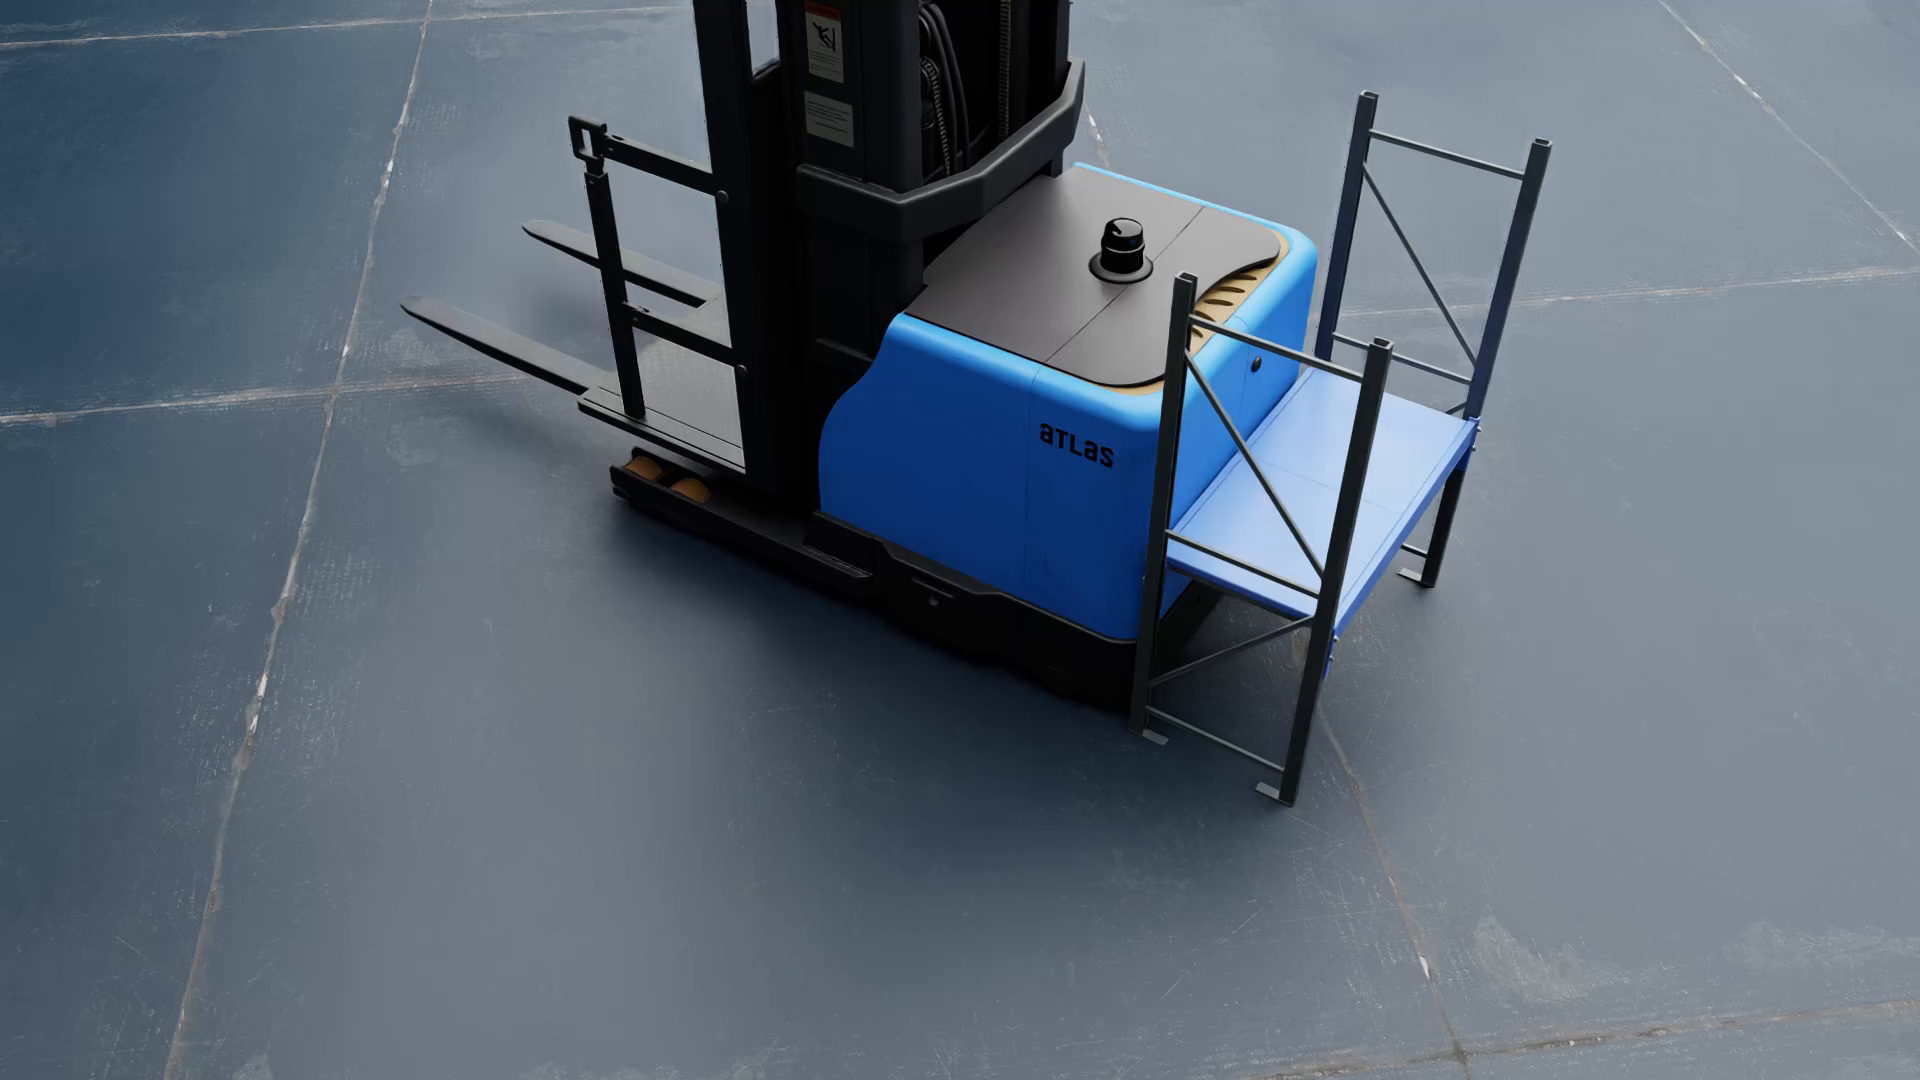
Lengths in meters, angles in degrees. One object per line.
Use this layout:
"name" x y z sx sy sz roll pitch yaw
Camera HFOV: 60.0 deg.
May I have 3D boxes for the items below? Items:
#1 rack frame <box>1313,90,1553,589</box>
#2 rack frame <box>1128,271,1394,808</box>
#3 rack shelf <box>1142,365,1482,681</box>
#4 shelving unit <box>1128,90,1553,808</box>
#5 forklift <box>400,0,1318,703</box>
"rack frame" 1.245 -0.508 4.694 0.500 1.500 0.032 24 47 24
"rack frame" 0.689 0.062 4.062 0.500 1.500 0.032 24 47 24
"rack shelf" 0.967 -0.090 4.498 0.538 0.185 1.000 24 47 24
"shelving unit" 0.967 -0.223 4.378 0.538 1.500 1.048 24 47 24
"forklift" -0.514 -1.394 4.607 3.031 2.935 1.130 23 47 24
